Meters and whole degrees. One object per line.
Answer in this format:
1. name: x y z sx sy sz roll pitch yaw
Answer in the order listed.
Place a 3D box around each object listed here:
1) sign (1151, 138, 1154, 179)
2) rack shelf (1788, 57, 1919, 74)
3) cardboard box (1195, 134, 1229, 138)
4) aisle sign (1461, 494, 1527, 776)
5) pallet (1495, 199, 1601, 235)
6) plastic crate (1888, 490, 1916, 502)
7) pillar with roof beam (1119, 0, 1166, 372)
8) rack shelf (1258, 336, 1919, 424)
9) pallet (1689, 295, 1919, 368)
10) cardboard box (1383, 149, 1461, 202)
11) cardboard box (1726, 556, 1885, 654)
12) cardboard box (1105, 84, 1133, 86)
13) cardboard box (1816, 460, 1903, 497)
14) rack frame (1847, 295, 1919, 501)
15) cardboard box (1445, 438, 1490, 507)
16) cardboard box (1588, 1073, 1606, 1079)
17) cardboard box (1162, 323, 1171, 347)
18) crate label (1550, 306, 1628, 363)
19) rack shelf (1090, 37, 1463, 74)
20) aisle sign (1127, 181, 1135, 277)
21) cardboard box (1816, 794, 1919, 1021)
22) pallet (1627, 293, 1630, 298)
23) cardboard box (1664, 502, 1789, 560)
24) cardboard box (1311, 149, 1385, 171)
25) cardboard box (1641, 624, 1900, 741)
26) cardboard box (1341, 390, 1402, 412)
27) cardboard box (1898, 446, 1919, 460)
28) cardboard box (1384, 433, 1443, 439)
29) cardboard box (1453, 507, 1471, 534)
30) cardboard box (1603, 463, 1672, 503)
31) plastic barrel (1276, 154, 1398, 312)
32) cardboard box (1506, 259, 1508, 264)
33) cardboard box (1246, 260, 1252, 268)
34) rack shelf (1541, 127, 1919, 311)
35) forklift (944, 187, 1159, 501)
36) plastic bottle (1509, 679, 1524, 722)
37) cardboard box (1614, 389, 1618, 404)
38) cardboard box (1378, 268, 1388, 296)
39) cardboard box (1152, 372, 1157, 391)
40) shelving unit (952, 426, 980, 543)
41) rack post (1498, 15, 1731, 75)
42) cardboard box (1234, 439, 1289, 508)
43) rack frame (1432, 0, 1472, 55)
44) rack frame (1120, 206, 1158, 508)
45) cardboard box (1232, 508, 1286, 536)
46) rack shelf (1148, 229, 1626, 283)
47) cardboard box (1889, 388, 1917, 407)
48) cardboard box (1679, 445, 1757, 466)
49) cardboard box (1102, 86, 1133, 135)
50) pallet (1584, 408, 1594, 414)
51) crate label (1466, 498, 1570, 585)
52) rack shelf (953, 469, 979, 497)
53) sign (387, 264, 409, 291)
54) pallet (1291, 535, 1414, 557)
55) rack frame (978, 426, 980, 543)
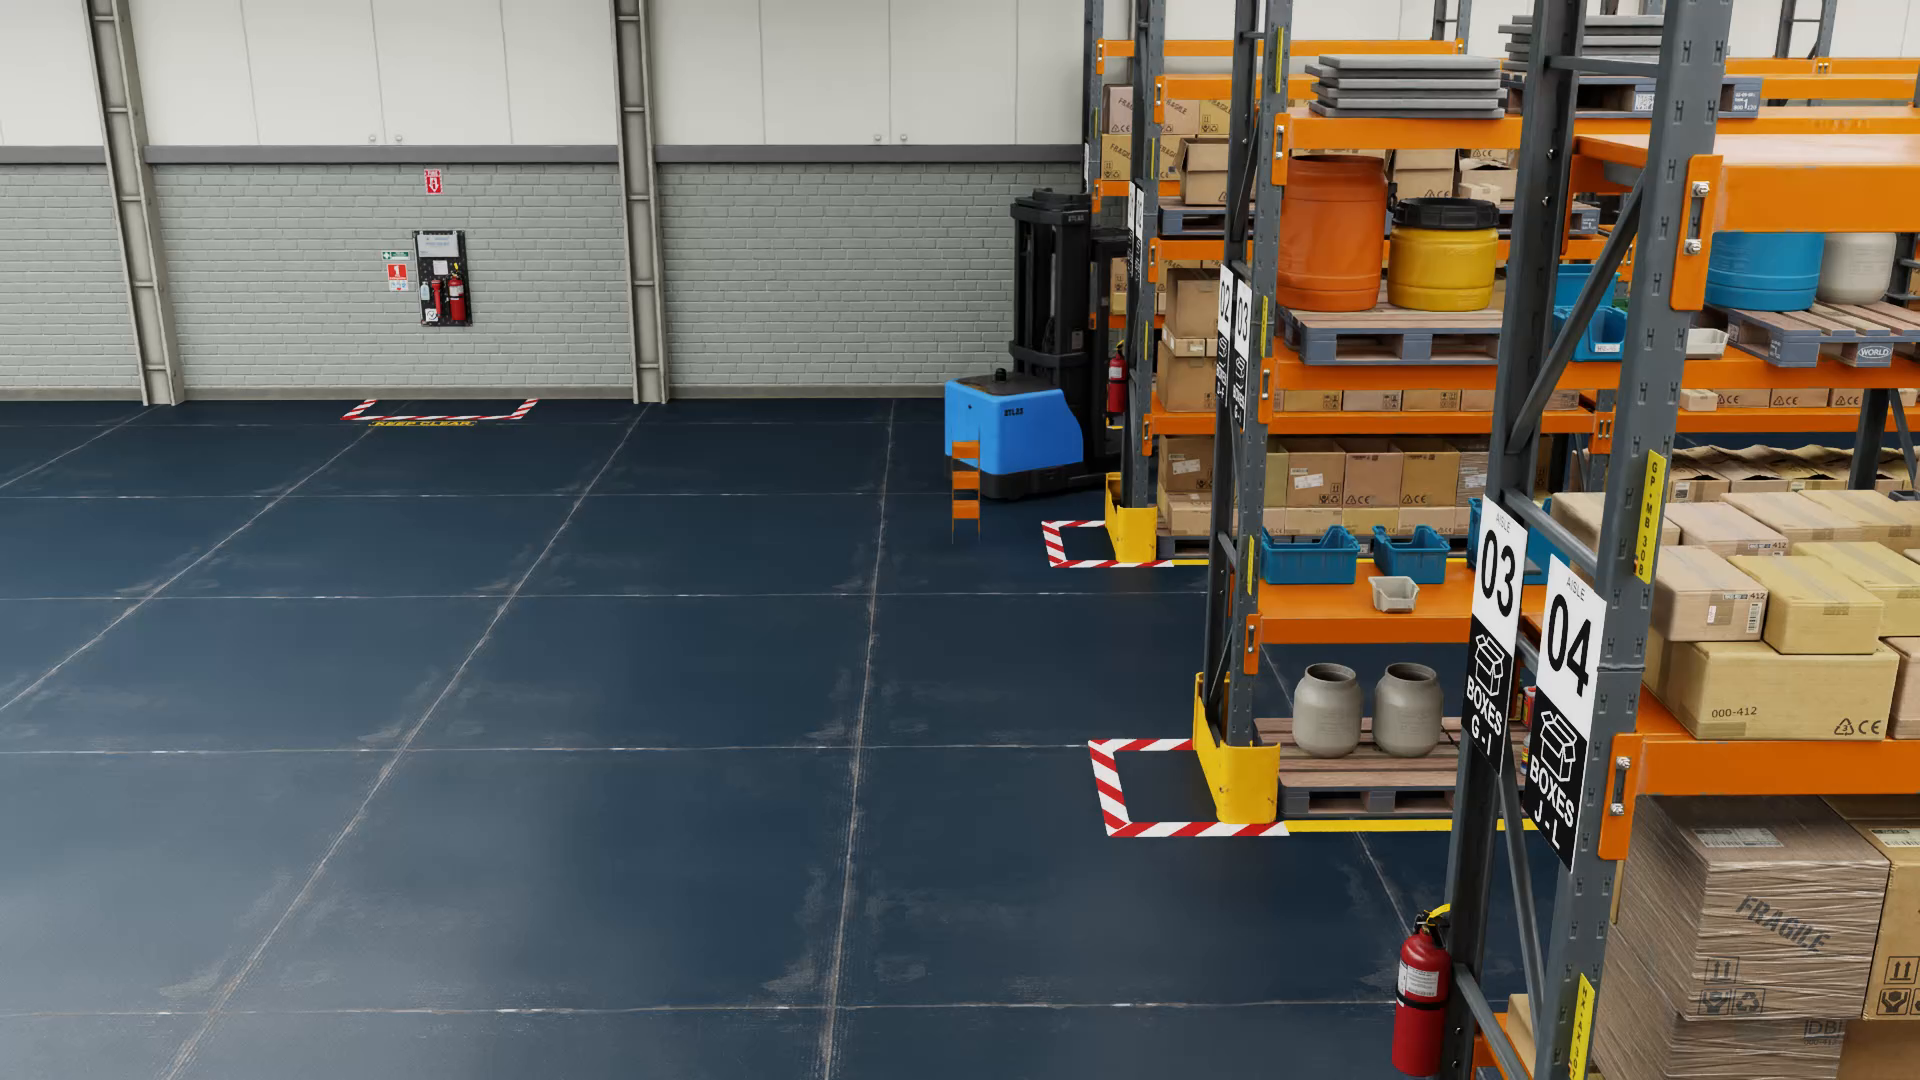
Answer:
1. sign: 1.573 -3.118 13.587 0.005 0.325 0.100 0 18 -1
2. rack shelf: 11.487 -5.290 18.840 4.000 0.370 1.077 0 18 -1
3. cardboard box: 2.883 -4.324 18.711 0.500 0.500 0.500 1 18 2
4. aisle sign: 1.656 0.291 5.175 0.004 0.787 0.394 0 18 -1
5. pallet: 4.717 -2.798 14.297 1.213 0.211 1.003 0 18 -1
6. plastic crate: 6.123 -0.038 10.352 0.583 0.464 0.402 0 18 -1
7. pillar with roof beam: 2.242 -4.727 15.254 0.400 9.000 9.100 0 18 -1
8. rack shelf: 3.644 -0.987 9.685 4.000 0.370 1.077 0 18 -1
9. pallet: 4.924 -1.216 9.530 1.003 0.211 1.213 0 18 -1
10. cardboard box: 3.921 -3.199 14.315 0.637 0.503 0.797 2 18 5
11. cardboard box: 2.262 0.172 4.487 0.250 0.149 0.380 0 18 0
12. cardboard box: 1.915 -4.961 19.061 0.500 0.500 0.500 1 18 2
13. cardboard box: 8.025 -0.517 14.848 0.500 0.311 0.500 0 18 -1
14. rack frame: 5.644 0.089 10.063 0.127 3.000 1.000 0 18 -1
15. cardboard box: 4.609 -0.604 14.809 0.500 0.500 0.500 0 18 -1
16. cardboard box: 2.011 1.812 5.103 0.250 0.149 0.380 0 18 -1
17. cardboard box: 1.949 -1.821 14.792 0.250 0.149 0.380 -1 18 -2
18. crate label: 3.521 -1.158 9.281 0.408 0.251 0.502 0 18 -1
19. rack shelf: 3.488 -5.440 18.659 4.000 0.370 1.077 0 18 -1
20. aisle sign: 1.500 -2.732 14.600 0.004 0.787 0.394 0 18 -1
21. cardboard box: 2.777 1.036 4.823 0.500 0.500 0.500 0 18 -1
22. pallet: 7.508 -2.843 19.516 1.213 0.211 1.003 0 18 -1
23. cardboard box: 2.257 0.012 4.985 0.250 0.149 0.380 -1 18 -3
24. cardboard box: 3.235 -3.072 13.925 0.500 0.500 0.500 0 18 -1
25. cardboard box: 2.208 0.340 4.613 0.500 0.250 0.500 0 18 1
26. cardboard box: 3.585 -1.459 14.724 0.500 0.500 0.700 0 18 1
27. cardboard box: 9.041 -0.688 15.381 0.500 0.311 0.500 0 18 1
28. cardboard box: 4.101 -0.761 15.296 0.500 0.500 0.500 0 18 -1
29. cardboard box: 4.609 -0.247 14.922 0.500 0.250 0.500 0 18 -1
30. cardboard box: 5.987 -0.508 14.818 0.500 0.311 0.500 0 18 -1
31. plastic barrel: 2.128 -1.766 9.543 0.708 0.830 0.600 0 18 -1
32. cardboard box: 6.556 -3.187 19.390 0.500 0.500 0.700 2 18 5
33. cardboard box: 3.497 -3.130 19.080 0.500 0.500 0.500 0 18 1
34. rack shelf: 3.722 -0.901 4.511 4.000 0.370 1.077 0 18 -1
35. forklift: 1.364 -2.094 16.980 3.031 2.935 1.130 -10 20 -29
36. plastic bottle: 3.590 1.043 10.815 0.133 0.283 0.061 0 18 0
37. cardboard box: 6.061 -1.369 14.851 0.500 0.250 0.500 1 18 3
38. cardboard box: 3.620 -2.078 14.530 0.500 0.500 0.700 0 18 -1
39. cardboard box: 2.181 -1.823 19.703 0.500 0.311 0.500 -2 18 -7
40. shelving unit: 0.053 -0.500 15.090 0.252 1.050 0.215 0 18 -1
41. rack post: 3.581 -2.732 9.157 0.954 0.300 0.937 -1 18 -2
42. cardboard box: 2.610 -0.590 14.766 0.500 0.500 0.500 0 18 -1
43. rack frame: 5.488 -5.794 18.579 0.127 3.000 1.000 0 18 -1
44. rack frame: 1.570 -1.405 14.719 0.127 3.000 1.000 0 18 -1
45. cardboard box: 2.610 -0.234 14.882 0.500 0.250 0.500 0 18 -1
46. rack shelf: 3.570 -2.500 14.401 4.000 0.370 1.077 0 18 -1
47. cardboard box: 8.295 -1.301 14.805 0.250 0.149 0.380 1 18 3
48. cardboard box: 6.989 -0.678 15.347 0.500 0.311 0.500 0 18 -1
49. cardboard box: 1.877 -4.807 18.581 0.500 0.500 0.500 -2 18 -5
50. pallet: 7.489 -1.620 19.956 1.213 0.211 1.003 0 18 -1
51. crate label: 3.480 0.000 10.283 0.616 0.435 0.502 0 18 -1
52. rack shelf: 0.053 -0.490 15.094 0.240 0.259 0.215 0 18 -1
53. sign: -6.851 -3.202 20.263 0.234 0.329 0.001 0 18 -1
54. pallet: 3.551 -0.099 15.212 1.213 0.211 1.003 0 18 -1
55. rack frame: 0.175 -0.501 15.092 0.008 1.050 0.200 0 18 -1
